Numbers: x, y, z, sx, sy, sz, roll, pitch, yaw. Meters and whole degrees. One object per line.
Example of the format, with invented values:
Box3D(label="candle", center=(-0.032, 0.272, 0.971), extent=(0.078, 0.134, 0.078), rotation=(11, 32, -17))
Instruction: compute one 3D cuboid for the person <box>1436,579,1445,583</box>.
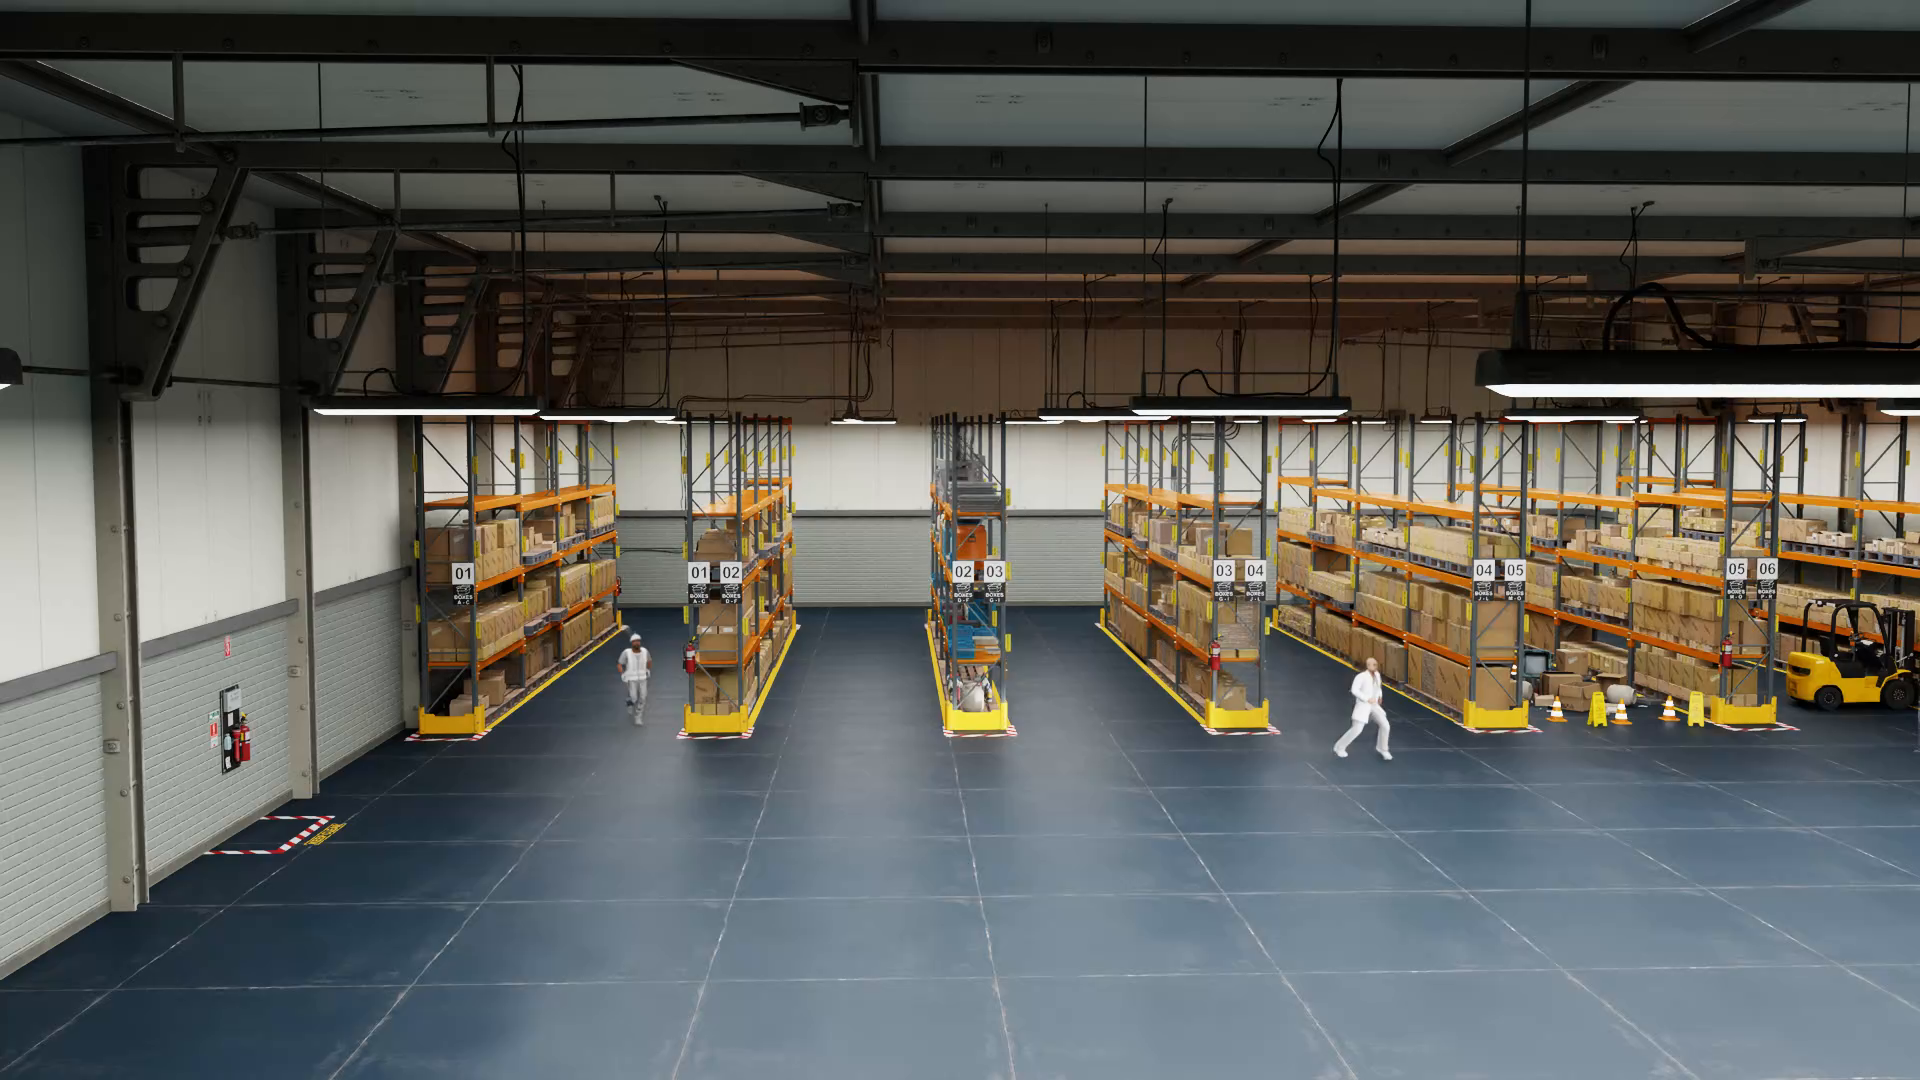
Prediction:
Box3D(label="person", center=(14.309, 1.539, 49.116), extent=(0.679, 1.683, 0.658), rotation=(-1, 4, -8))

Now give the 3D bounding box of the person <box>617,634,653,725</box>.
Box3D(label="person", center=(-6.239, 2.680, 32.034), extent=(0.683, 1.736, 0.614), rotation=(-2, 4, -26))

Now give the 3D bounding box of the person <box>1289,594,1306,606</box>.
Box3D(label="person", center=(9.974, 1.527, 48.799), extent=(0.728, 1.800, 0.671), rotation=(-1, 4, -10))

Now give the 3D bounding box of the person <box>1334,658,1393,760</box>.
Box3D(label="person", center=(6.989, 2.917, 28.692), extent=(0.925, 1.773, 0.790), rotation=(-3, 5, -38))
